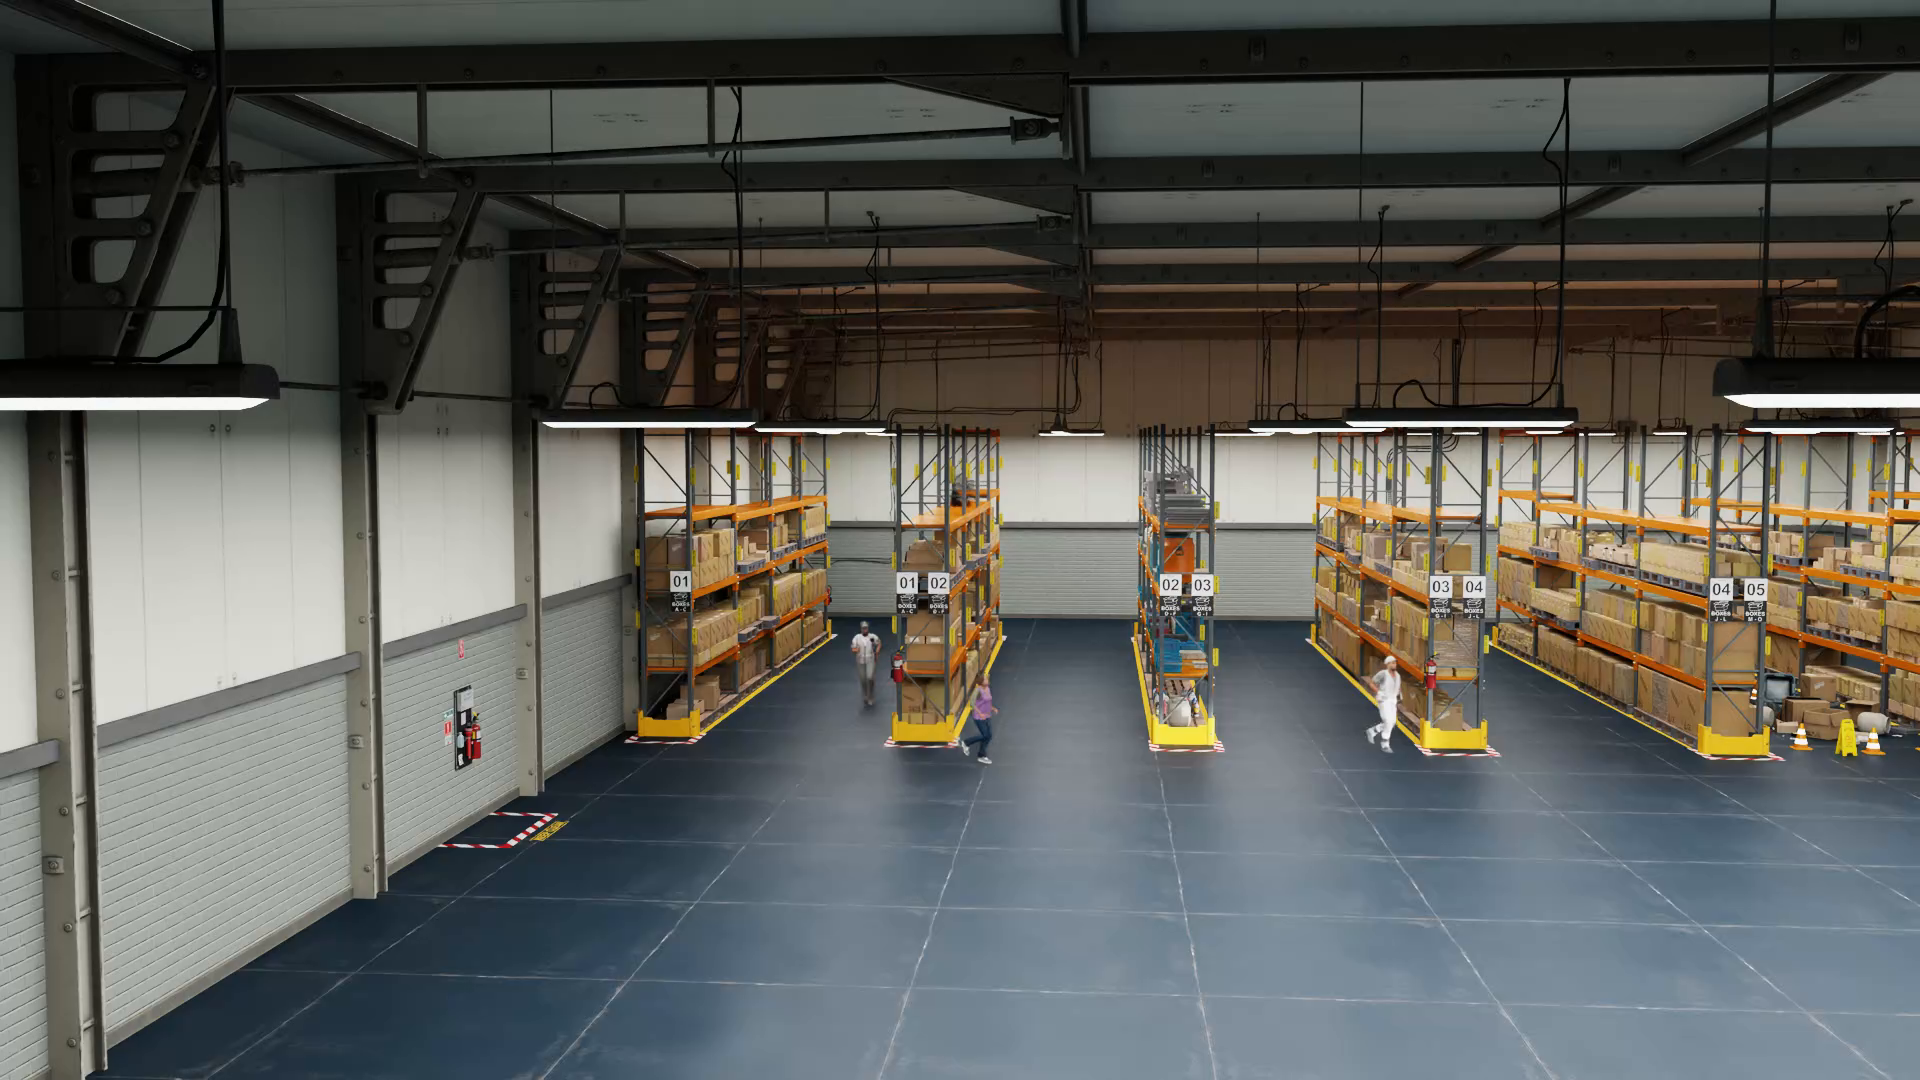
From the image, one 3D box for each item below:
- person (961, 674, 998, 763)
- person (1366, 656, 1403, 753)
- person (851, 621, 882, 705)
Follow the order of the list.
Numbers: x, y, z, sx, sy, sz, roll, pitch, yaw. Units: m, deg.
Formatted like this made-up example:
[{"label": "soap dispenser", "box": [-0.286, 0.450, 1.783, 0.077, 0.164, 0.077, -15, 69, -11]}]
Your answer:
[{"label": "person", "box": [0.357, 3.159, 29.490, 0.591, 1.575, 0.534, 2, 4, 32]}, {"label": "person", "box": [7.852, 3.003, 30.653, 0.701, 1.749, 0.751, -2, 4, -27]}, {"label": "person", "box": [-2.039, 2.671, 35.935, 0.638, 1.834, 0.767, 0, 3, 4]}]
